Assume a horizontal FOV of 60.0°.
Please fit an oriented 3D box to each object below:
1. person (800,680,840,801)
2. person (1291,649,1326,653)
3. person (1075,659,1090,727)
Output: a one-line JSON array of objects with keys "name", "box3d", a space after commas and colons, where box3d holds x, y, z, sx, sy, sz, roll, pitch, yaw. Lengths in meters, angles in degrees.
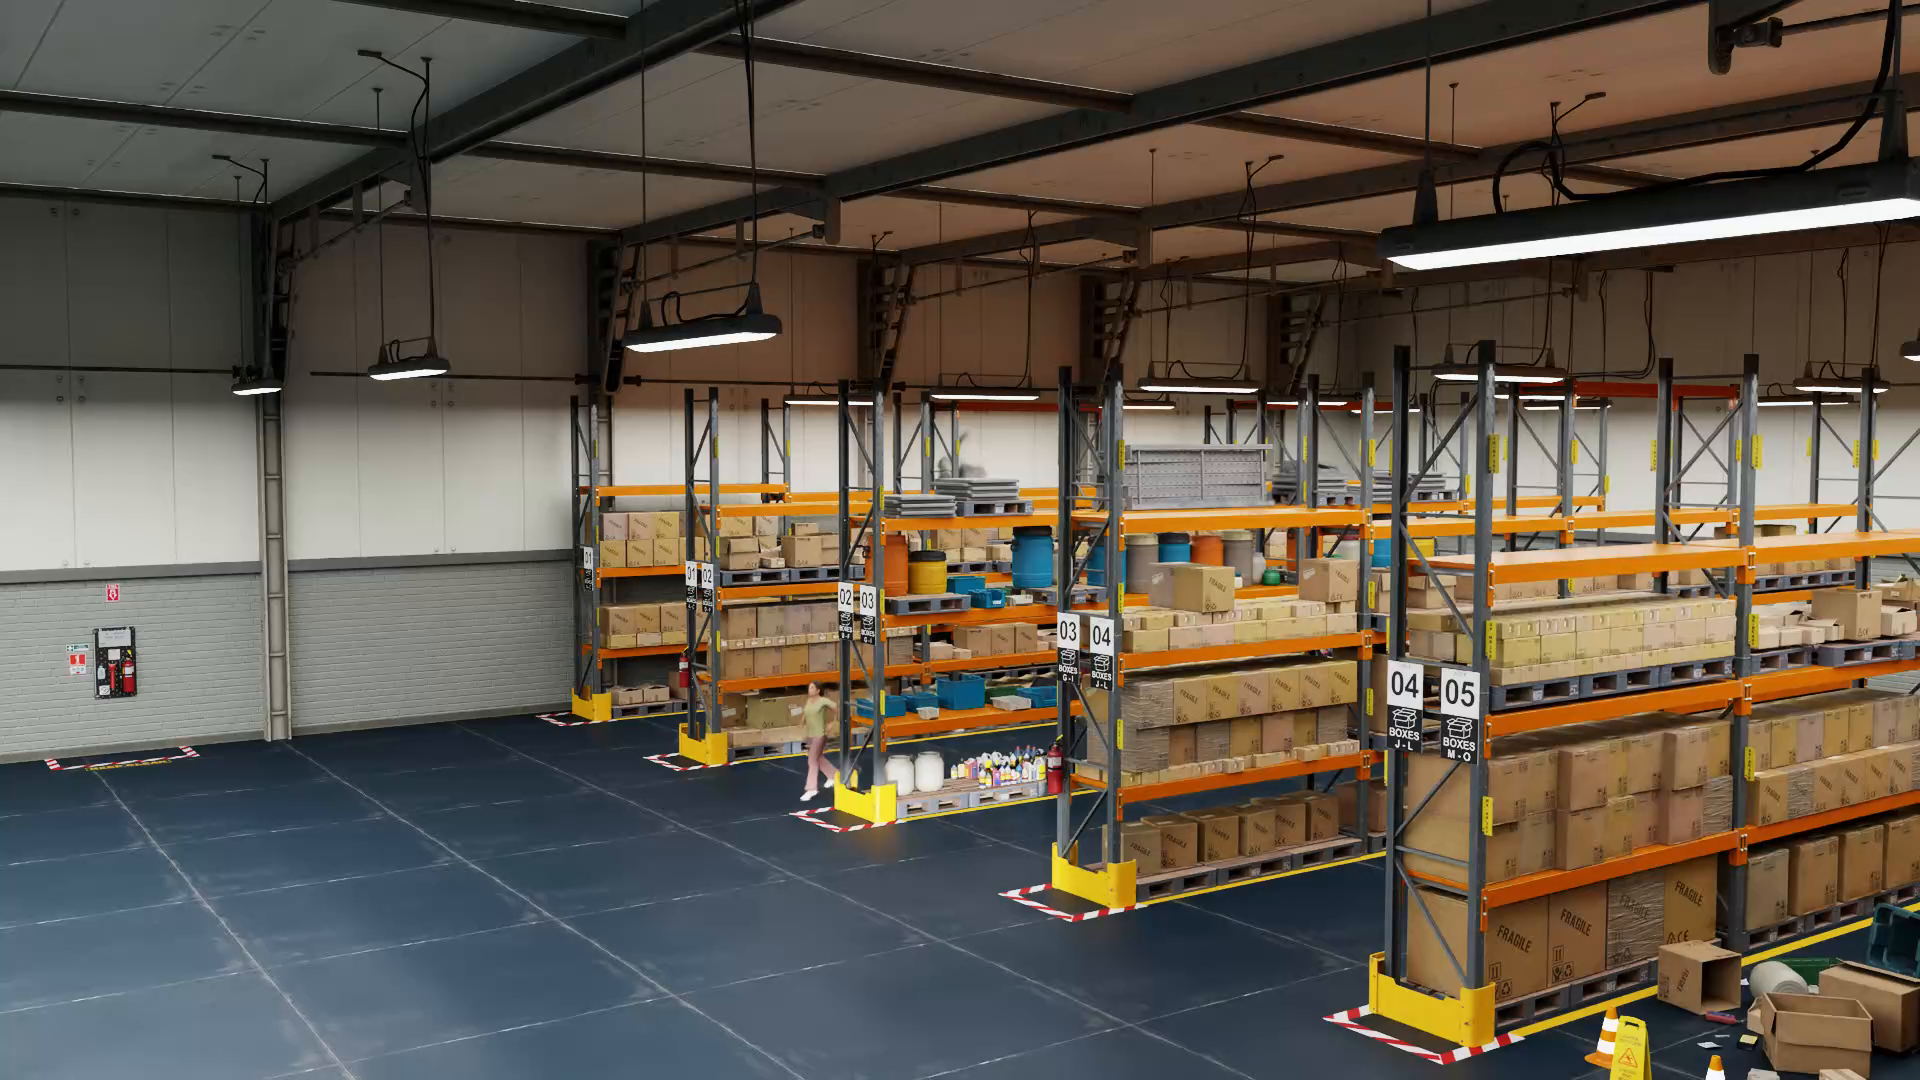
[{"name": "person", "box3d": [-2.055, 2.869, 24.145, 0.609, 1.697, 0.895, 3, 5, 45]}, {"name": "person", "box3d": [6.617, 2.385, 31.698, 0.938, 1.685, 0.606, -3, 5, -43]}, {"name": "person", "box3d": [2.189, 2.632, 27.888, 0.660, 1.715, 0.653, 3, 5, 44]}]
